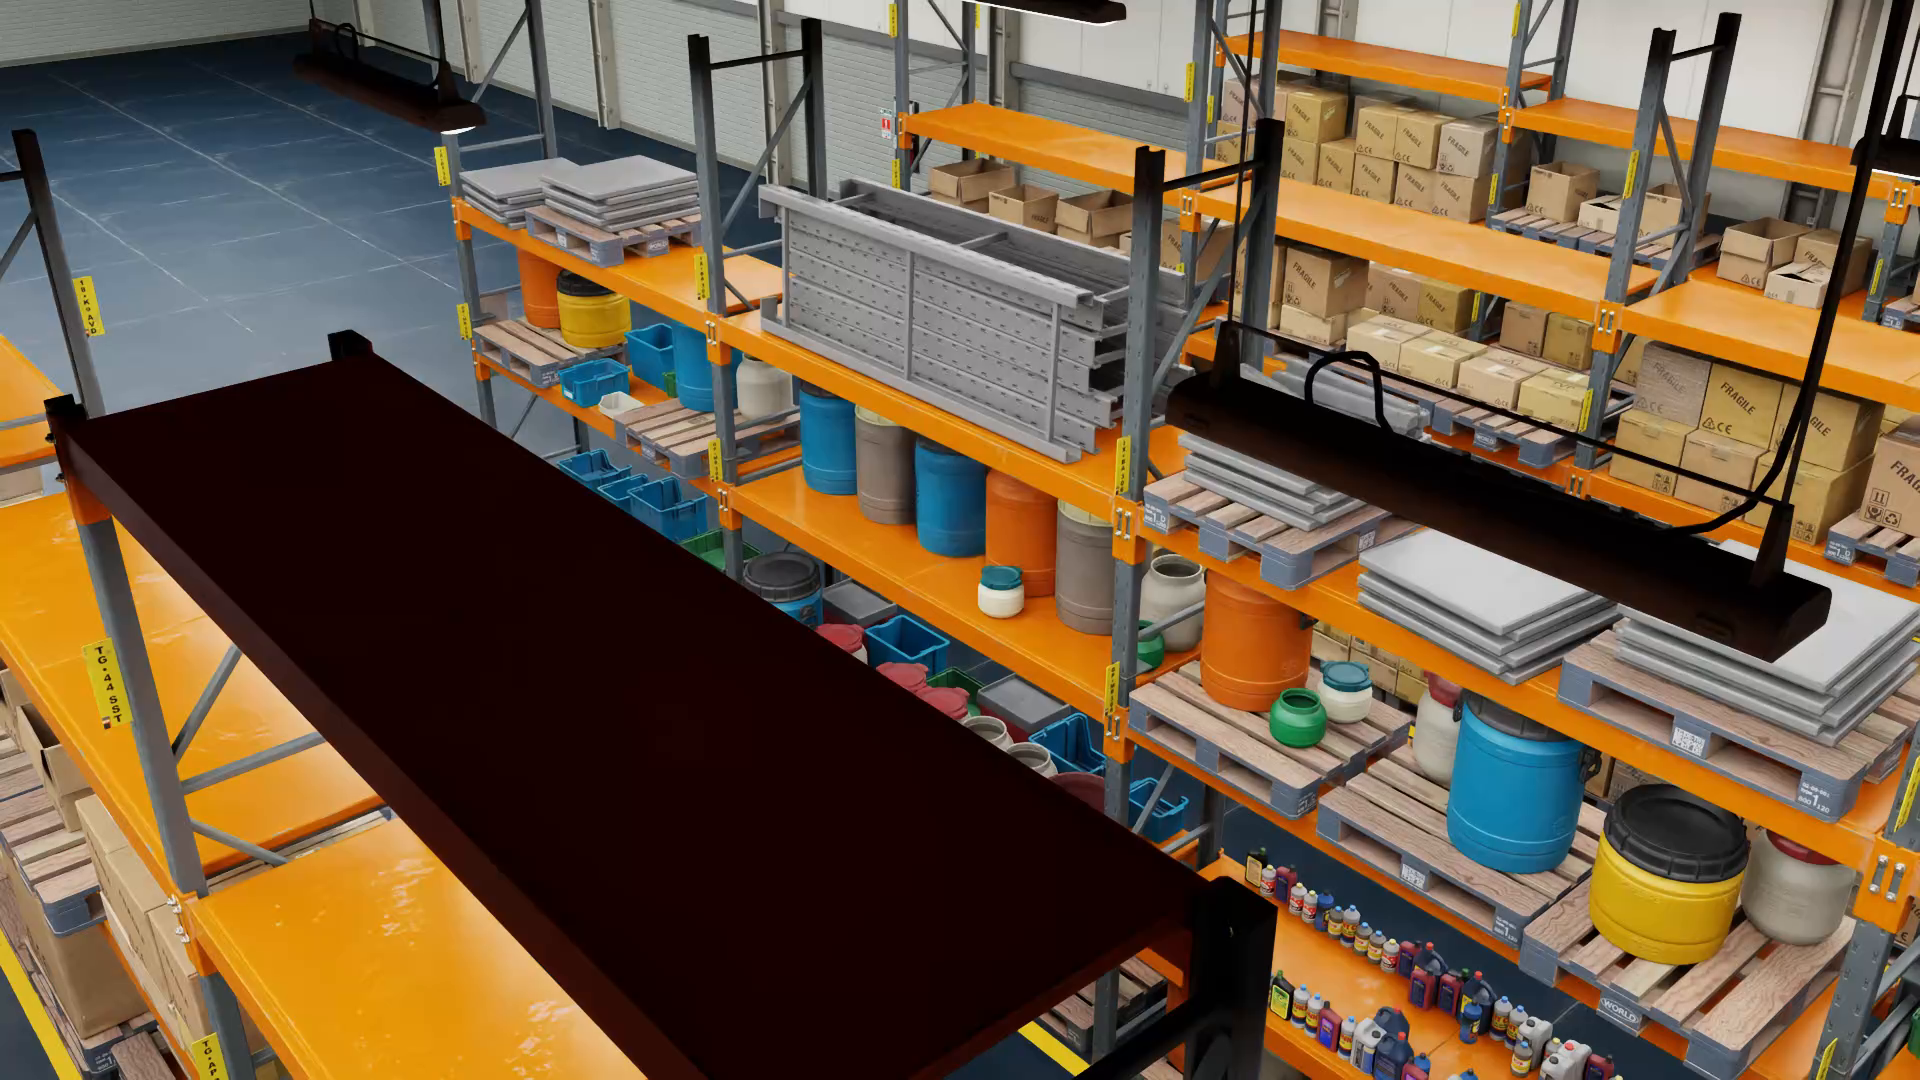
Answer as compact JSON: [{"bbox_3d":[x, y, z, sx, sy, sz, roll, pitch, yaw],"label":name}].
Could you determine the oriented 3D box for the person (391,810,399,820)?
[{"bbox_3d":[-3.566,2.421,10.936,0.529,1.570,0.460,-10,29,-19],"label":"person"}]
